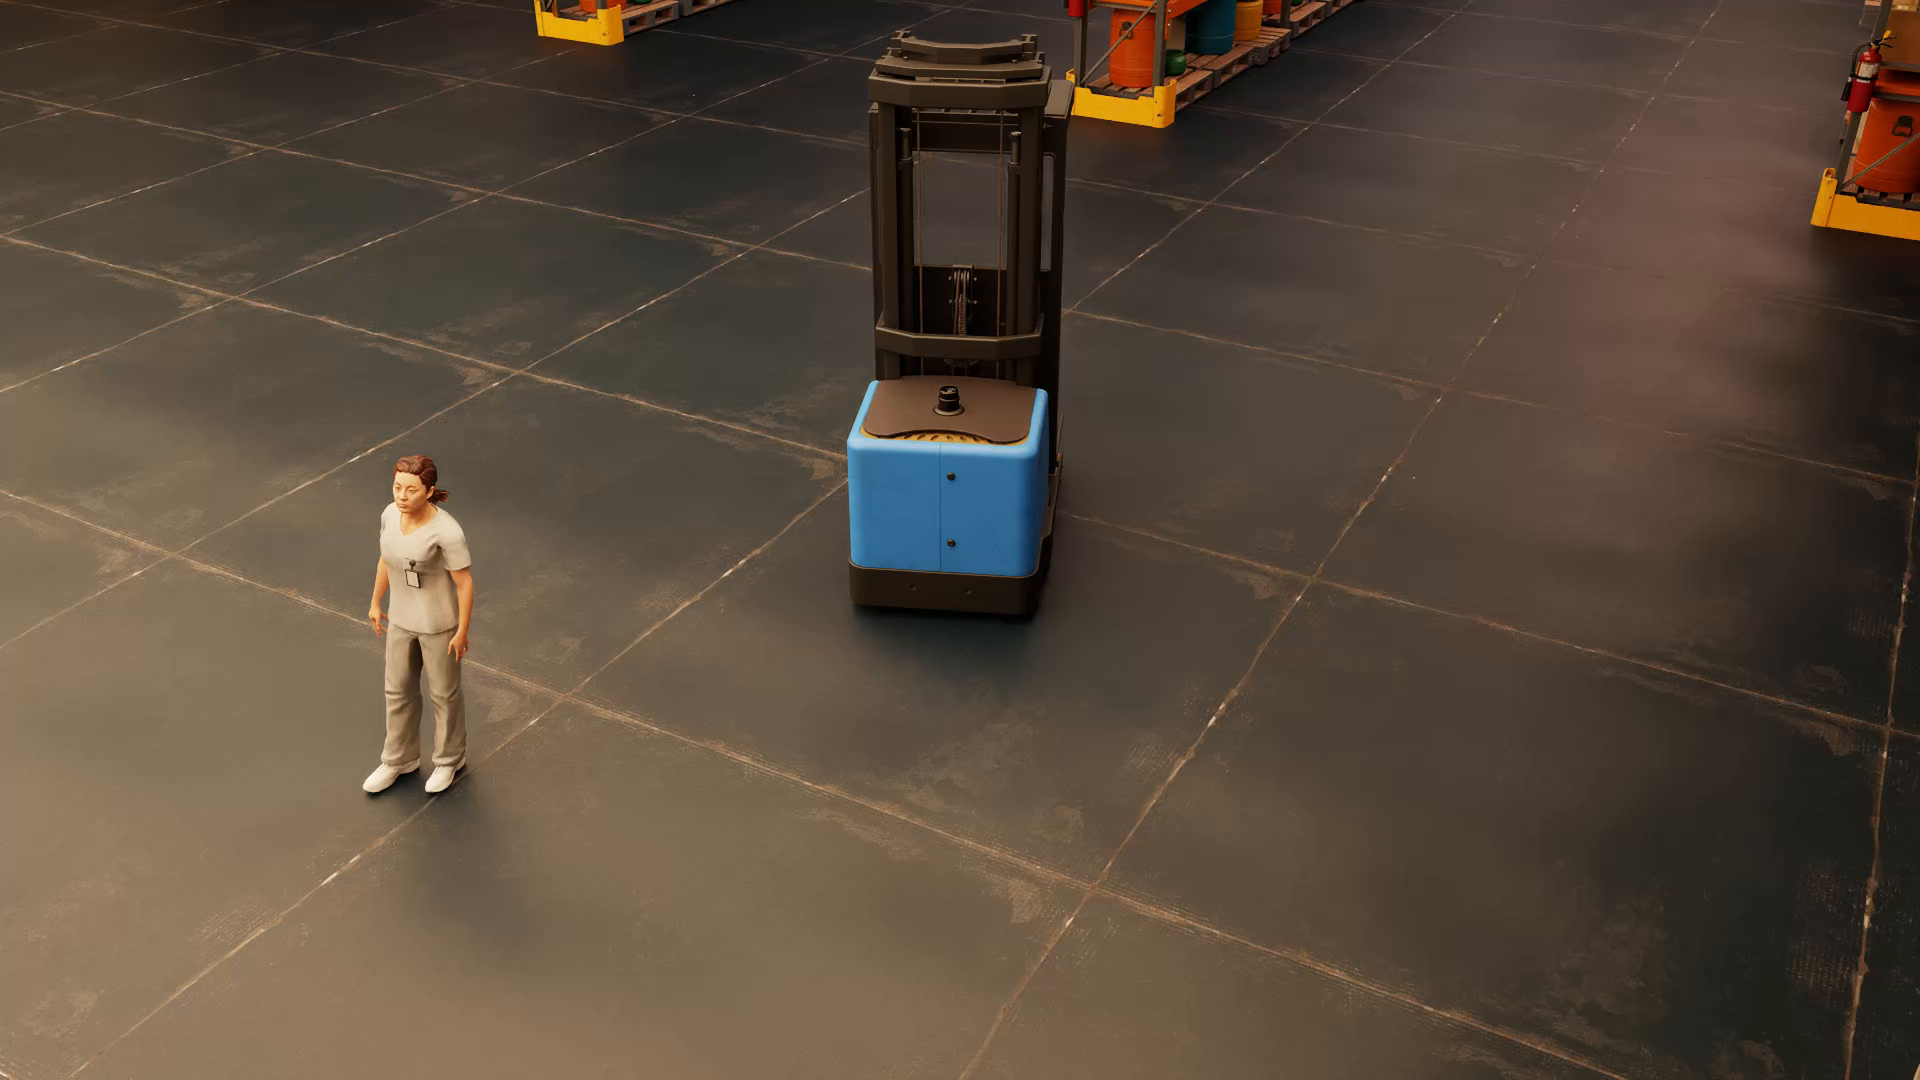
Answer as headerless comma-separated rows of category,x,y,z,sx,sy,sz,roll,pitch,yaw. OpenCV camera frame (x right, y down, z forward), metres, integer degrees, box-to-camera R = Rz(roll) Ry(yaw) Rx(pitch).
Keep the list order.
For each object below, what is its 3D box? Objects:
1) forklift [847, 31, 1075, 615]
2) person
forklift,0.072,-1.572,9.794,1.130,2.935,3.031,3,30,6
person,-2.493,0.407,7.607,0.550,1.673,0.548,12,32,20
